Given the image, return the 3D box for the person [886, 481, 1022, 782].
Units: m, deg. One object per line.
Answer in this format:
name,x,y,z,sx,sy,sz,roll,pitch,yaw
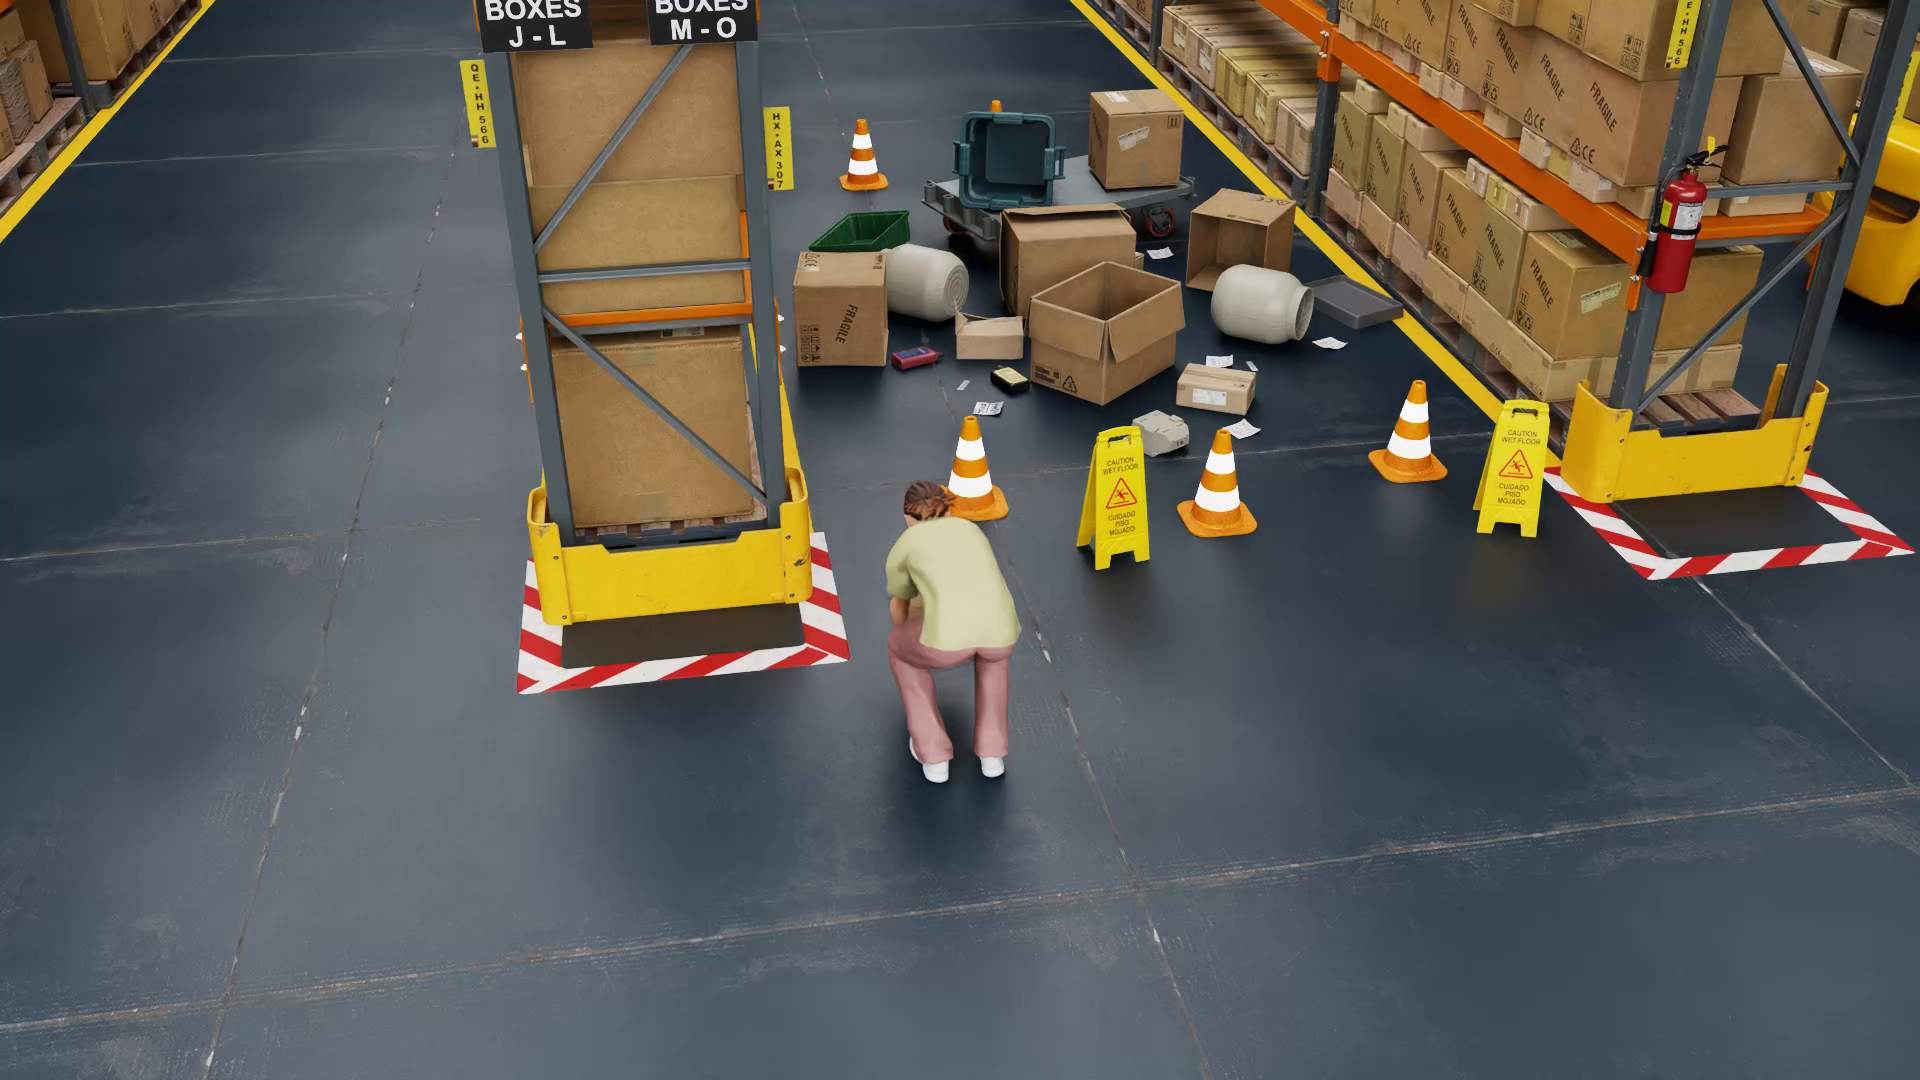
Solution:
person,-0.040,0.353,6.270,0.475,0.930,0.867,-7,31,-11
